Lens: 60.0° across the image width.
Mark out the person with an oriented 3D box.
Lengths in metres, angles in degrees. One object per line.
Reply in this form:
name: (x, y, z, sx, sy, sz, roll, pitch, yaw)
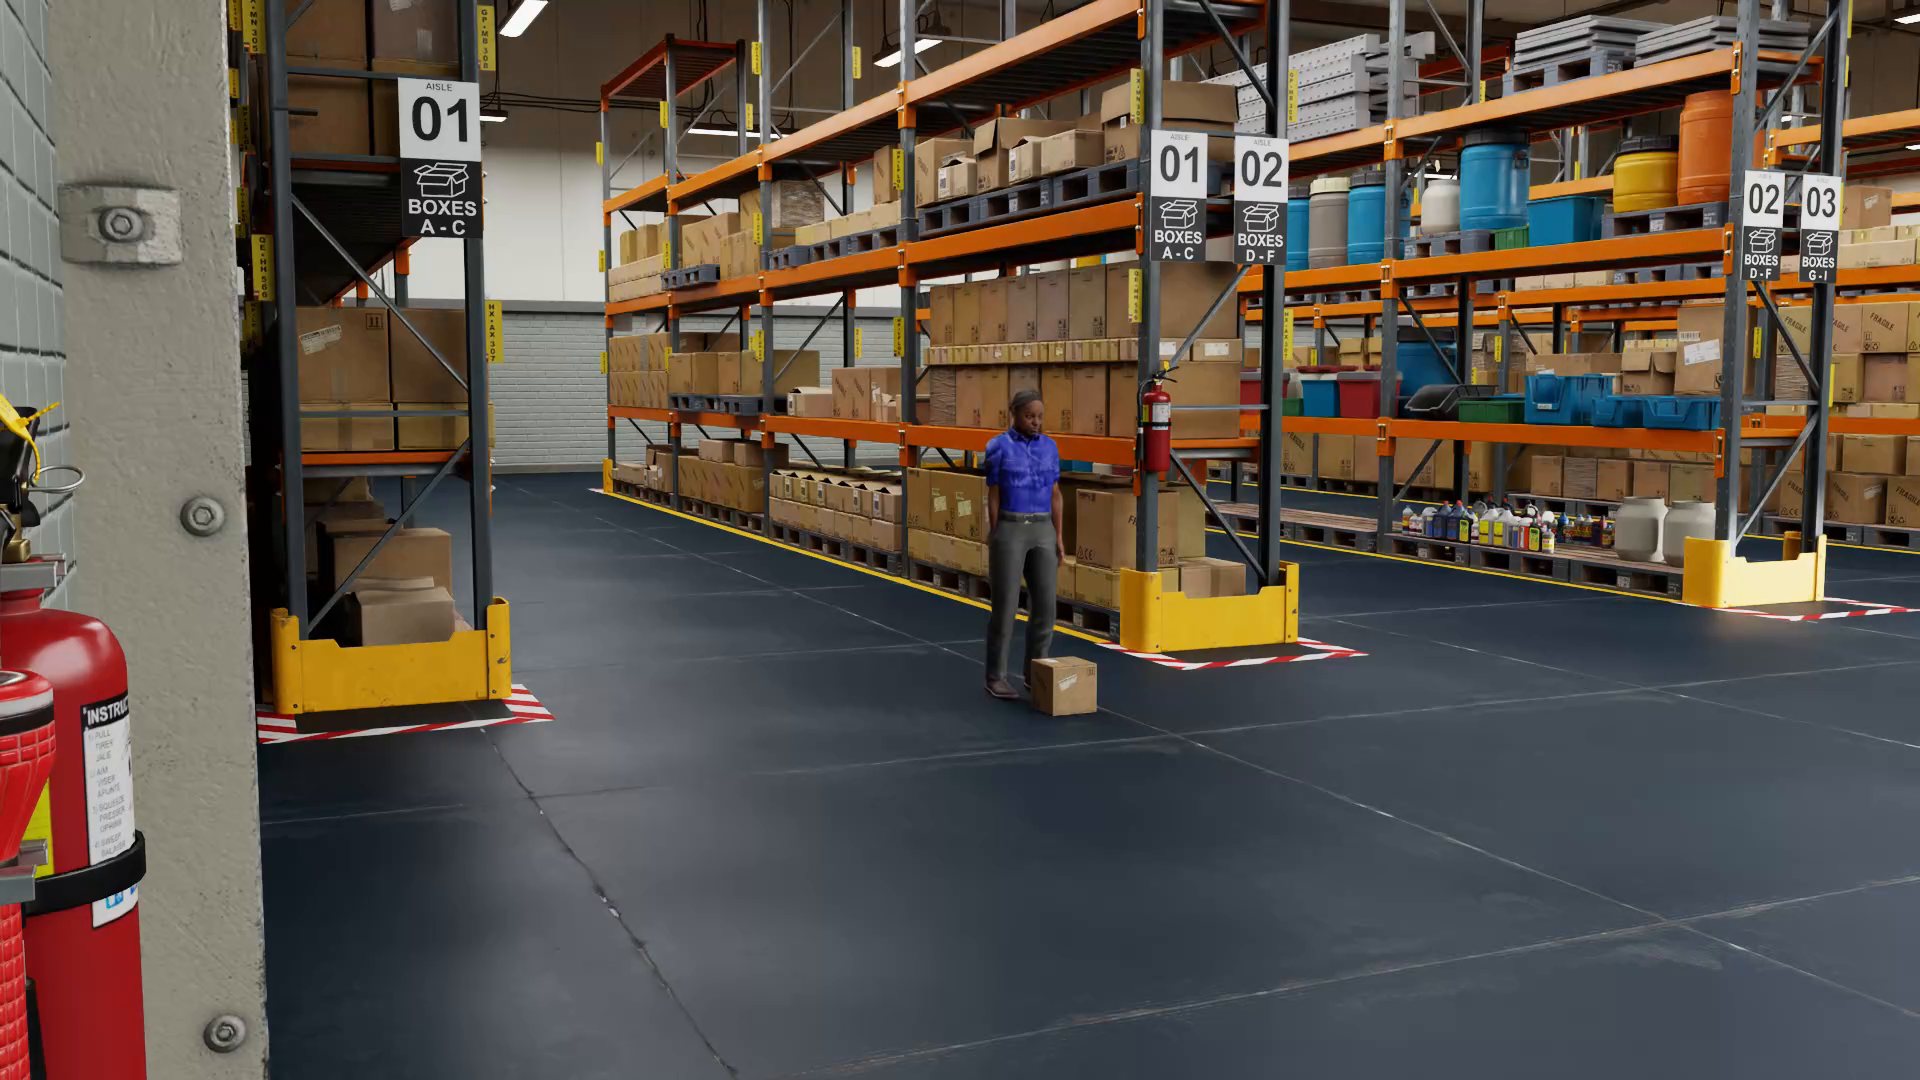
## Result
person: (0.352, 0.010, 8.886, 0.440, 1.651, 0.304, -2, 6, -23)
